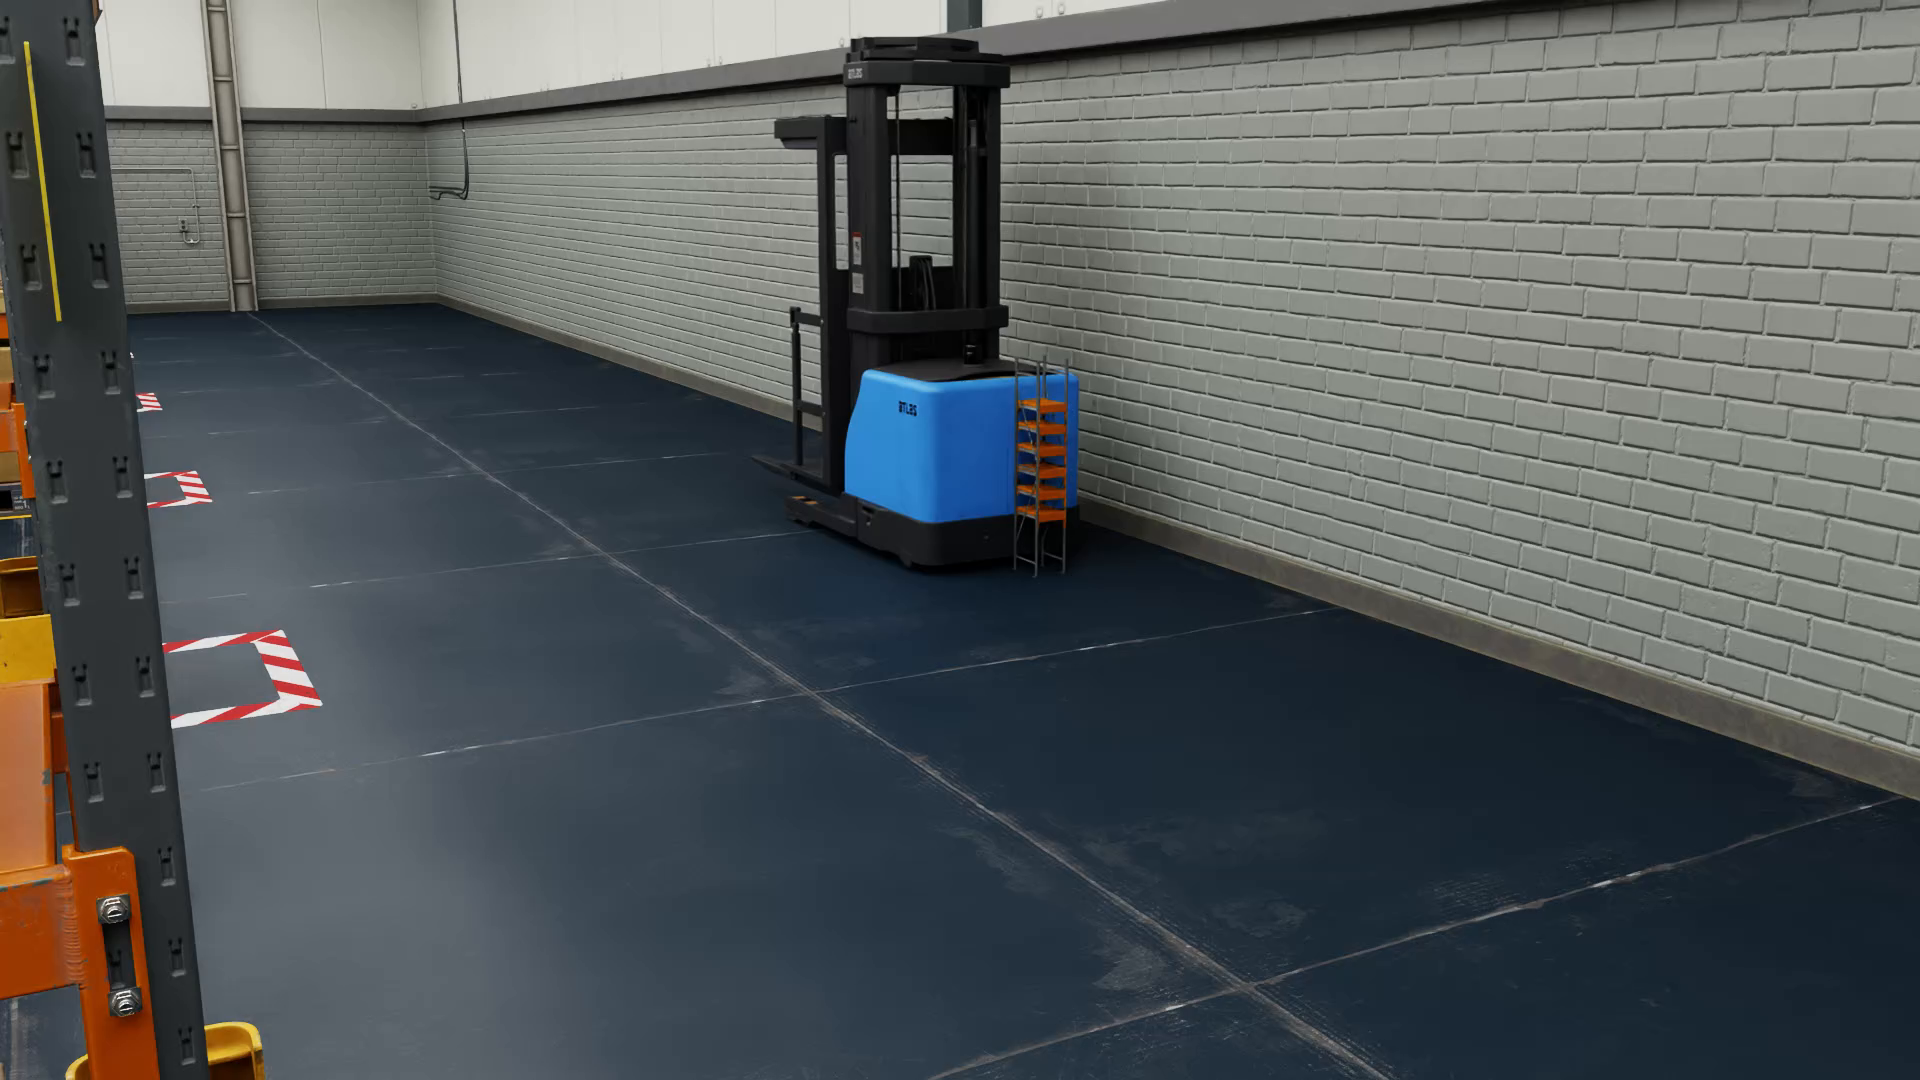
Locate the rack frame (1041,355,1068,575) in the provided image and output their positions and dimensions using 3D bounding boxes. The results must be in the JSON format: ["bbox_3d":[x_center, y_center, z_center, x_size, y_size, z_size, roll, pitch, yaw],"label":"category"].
[{"bbox_3d":[0.522,-0.415,9.221,0.006,1.200,0.240,-7,15,-30],"label":"rack frame"}]

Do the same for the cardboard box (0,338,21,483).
[{"bbox_3d":[-6.629,-0.851,10.941,0.875,0.875,0.875,-7,14,-28],"label":"cardboard box"}]

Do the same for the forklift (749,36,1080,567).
[{"bbox_3d":[-0.465,-1.555,10.345,1.130,2.935,3.031,-7,14,-28],"label":"forklift"}]

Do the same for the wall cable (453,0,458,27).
[{"bbox_3d":[-6.794,-8.510,22.995,0.112,2.526,3.097,-7,14,-28],"label":"wall cable"}]

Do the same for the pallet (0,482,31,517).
[{"bbox_3d":[-6.770,-0.306,10.987,1.213,0.211,1.003,-7,14,-28],"label":"pallet"}]

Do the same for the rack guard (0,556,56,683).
[{"bbox_3d":[-3.884,0.429,7.066,0.348,0.500,1.175,-7,14,-28],"label":"rack guard"}]

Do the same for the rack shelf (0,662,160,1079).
[{"bbox_3d":[-3.113,0.706,1.780,4.000,0.370,1.077,-7,14,-28],"label":"rack shelf"}]

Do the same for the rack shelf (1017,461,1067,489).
[{"bbox_3d":[0.444,-0.362,9.185,0.180,0.103,0.258,-7,15,-30],"label":"rack shelf"}]

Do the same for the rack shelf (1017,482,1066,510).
[{"bbox_3d":[0.444,-0.245,9.212,0.180,0.103,0.258,-7,15,-30],"label":"rack shelf"}]

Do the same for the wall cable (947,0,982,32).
[{"bbox_3d":[0.509,-6.192,9.801,0.120,5.999,2.277,-7,14,-28],"label":"wall cable"}]

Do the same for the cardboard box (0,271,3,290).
[{"bbox_3d":[-6.404,-1.735,10.652,0.500,0.250,0.500,-7,15,-29],"label":"cardboard box"}]

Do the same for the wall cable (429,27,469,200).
[{"bbox_3d":[-8.090,-6.567,25.867,0.112,2.526,3.097,-7,14,-28],"label":"wall cable"}]

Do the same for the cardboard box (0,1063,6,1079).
[{"bbox_3d":[-1.888,1.278,2.476,0.875,0.438,0.875,-7,15,-30],"label":"cardboard box"}]

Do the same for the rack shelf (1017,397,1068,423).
[{"bbox_3d":[0.444,-0.713,9.106,0.180,0.103,0.258,-7,15,-30],"label":"rack shelf"}]

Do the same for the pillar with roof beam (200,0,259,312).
[{"bbox_3d":[-9.207,-7.177,21.504,0.400,9.000,9.100,-7,14,-28],"label":"pillar with roof beam"}]

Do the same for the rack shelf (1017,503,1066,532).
[{"bbox_3d":[0.444,-0.127,9.238,0.180,0.103,0.258,-7,15,-30],"label":"rack shelf"}]

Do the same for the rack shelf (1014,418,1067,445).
[{"bbox_3d":[0.444,-0.596,9.133,0.180,0.103,0.258,-7,15,-30],"label":"rack shelf"}]

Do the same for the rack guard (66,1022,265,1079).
[{"bbox_3d":[-1.336,1.361,2.921,0.348,0.500,1.175,-7,14,-28],"label":"rack guard"}]

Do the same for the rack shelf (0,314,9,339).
[{"bbox_3d":[-7.861,-1.204,10.266,4.000,0.370,1.077,-7,14,-28],"label":"rack shelf"}]

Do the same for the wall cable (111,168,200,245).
[{"bbox_3d":[-12.555,-5.442,25.143,1.851,1.984,0.084,-7,14,-28],"label":"wall cable"}]

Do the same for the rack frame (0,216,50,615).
[{"bbox_3d":[-3.818,-0.799,6.827,0.127,3.000,1.000,-7,14,-28],"label":"rack frame"}]

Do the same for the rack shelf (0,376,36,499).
[{"bbox_3d":[-5.573,-0.237,5.971,4.000,0.370,1.077,-7,14,-28],"label":"rack shelf"}]

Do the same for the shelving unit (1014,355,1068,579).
[{"bbox_3d":[0.444,-0.405,9.176,0.189,1.200,0.258,-7,15,-30],"label":"shelving unit"}]

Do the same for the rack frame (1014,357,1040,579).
[{"bbox_3d":[0.365,-0.395,9.130,0.006,1.200,0.240,-7,15,-30],"label":"rack frame"}]

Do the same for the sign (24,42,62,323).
[{"bbox_3d":[-1.109,-0.430,2.011,0.005,0.325,0.100,-7,14,-28],"label":"sign"}]

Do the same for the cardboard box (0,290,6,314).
[{"bbox_3d":[-6.260,-1.542,10.701,0.250,0.149,0.380,-7,14,-27],"label":"cardboard box"}]

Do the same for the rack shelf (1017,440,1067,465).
[{"bbox_3d":[0.444,-0.479,9.159,0.180,0.103,0.258,-7,15,-30],"label":"rack shelf"}]

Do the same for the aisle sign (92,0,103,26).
[{"bbox_3d":[-1.145,-1.072,2.118,0.004,0.787,0.394,-7,14,-28],"label":"aisle sign"}]
